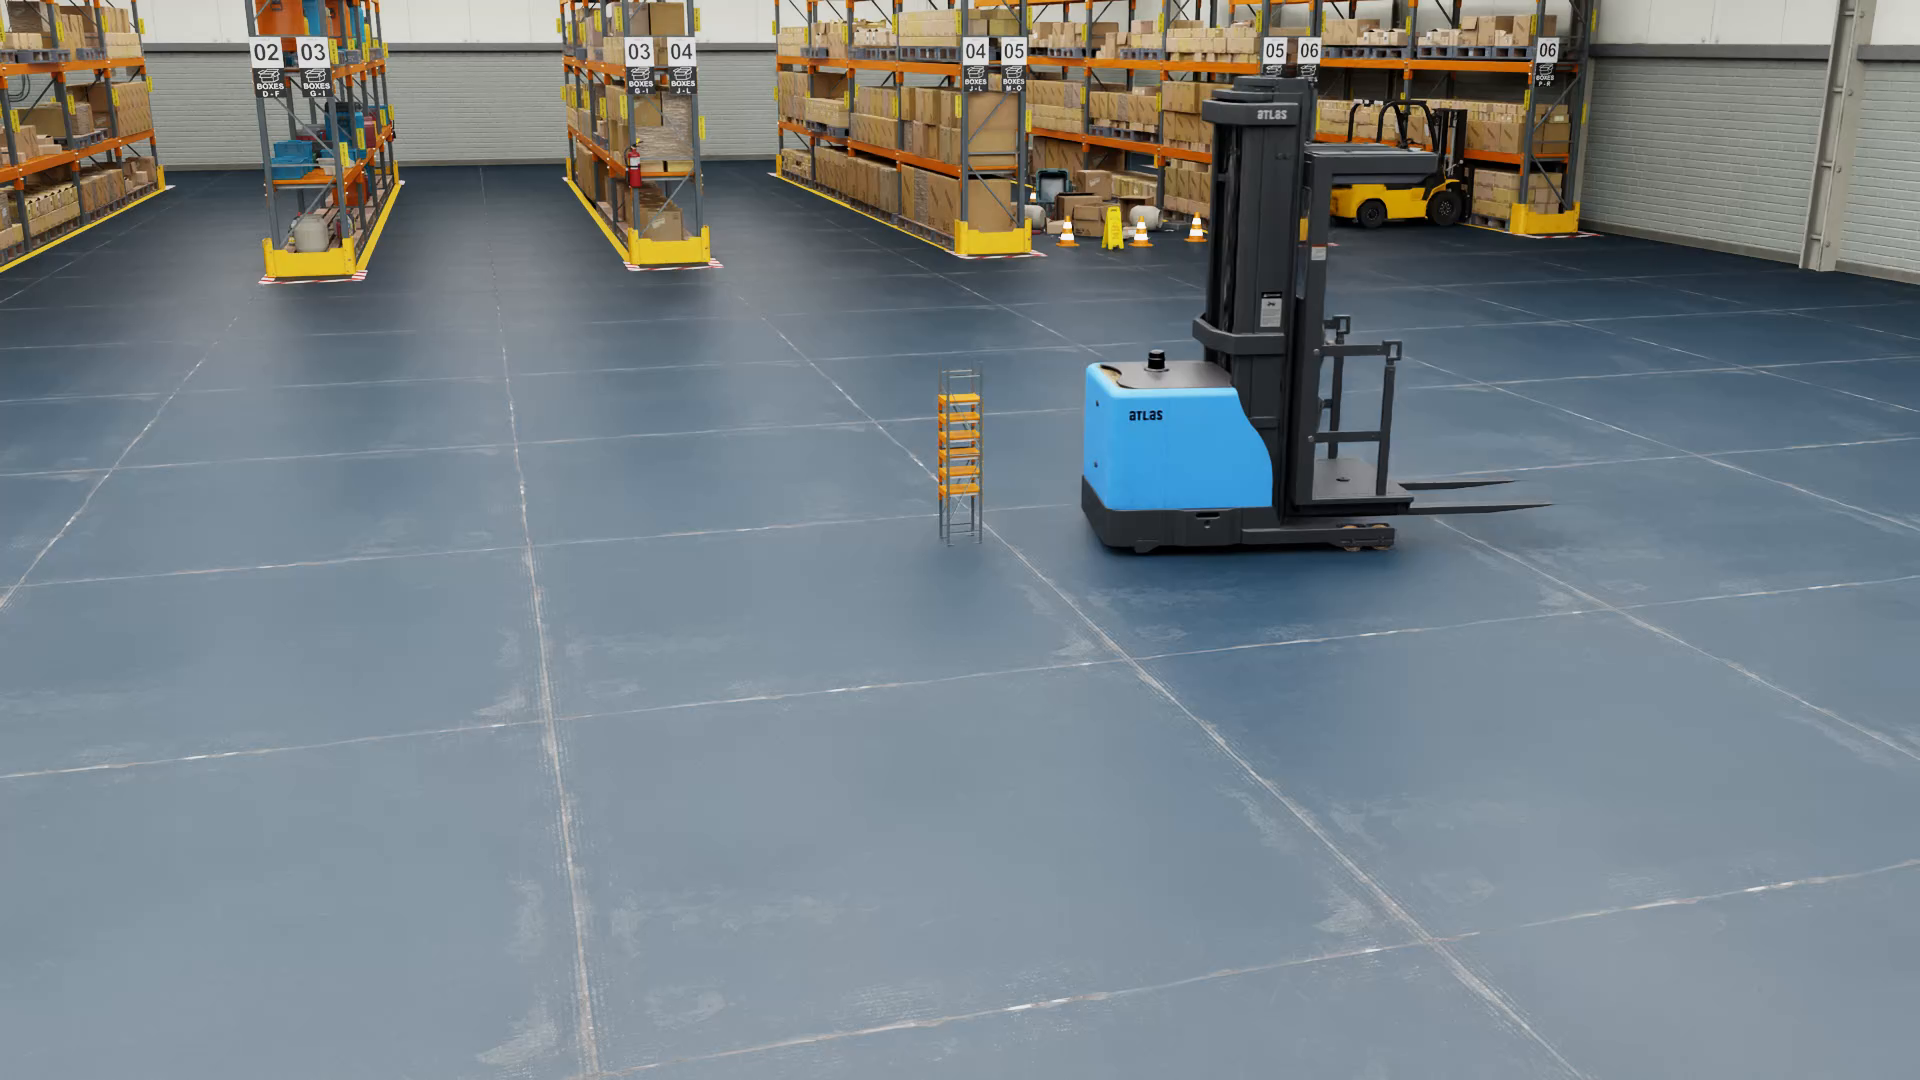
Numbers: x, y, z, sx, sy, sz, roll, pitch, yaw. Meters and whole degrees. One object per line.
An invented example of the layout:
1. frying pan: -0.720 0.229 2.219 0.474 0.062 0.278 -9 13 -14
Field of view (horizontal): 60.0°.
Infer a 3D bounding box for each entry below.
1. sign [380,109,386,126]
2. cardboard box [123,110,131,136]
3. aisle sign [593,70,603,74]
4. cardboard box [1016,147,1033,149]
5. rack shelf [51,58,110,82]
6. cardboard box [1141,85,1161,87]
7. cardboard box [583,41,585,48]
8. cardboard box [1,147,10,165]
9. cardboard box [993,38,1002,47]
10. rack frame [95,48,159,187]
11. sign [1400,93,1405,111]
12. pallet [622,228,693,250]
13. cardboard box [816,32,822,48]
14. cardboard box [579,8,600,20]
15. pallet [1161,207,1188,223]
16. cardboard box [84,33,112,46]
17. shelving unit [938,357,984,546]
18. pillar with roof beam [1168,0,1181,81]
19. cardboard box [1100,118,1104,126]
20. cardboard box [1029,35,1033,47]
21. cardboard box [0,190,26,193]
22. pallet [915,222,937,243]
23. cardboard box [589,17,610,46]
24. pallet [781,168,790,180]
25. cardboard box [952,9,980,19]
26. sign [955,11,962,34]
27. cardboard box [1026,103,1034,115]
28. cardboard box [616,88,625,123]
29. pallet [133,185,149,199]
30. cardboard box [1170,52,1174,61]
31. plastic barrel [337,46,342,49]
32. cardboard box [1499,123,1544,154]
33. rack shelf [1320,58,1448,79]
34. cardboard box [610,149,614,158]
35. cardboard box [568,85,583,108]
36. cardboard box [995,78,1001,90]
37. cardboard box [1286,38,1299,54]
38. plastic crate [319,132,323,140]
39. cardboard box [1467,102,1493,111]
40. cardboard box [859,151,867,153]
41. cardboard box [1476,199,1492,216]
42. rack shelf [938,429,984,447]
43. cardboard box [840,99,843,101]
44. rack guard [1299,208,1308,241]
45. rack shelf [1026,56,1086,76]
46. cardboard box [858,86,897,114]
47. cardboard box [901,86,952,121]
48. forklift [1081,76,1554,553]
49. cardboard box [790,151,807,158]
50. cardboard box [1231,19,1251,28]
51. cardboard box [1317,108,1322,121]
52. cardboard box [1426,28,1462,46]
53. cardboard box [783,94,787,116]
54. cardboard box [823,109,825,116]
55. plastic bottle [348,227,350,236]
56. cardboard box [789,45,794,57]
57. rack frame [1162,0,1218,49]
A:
1. sign: -11.821 -8.655 34.069 0.100 0.325 0.005 -5 17 -15
2. cardboard box: -17.136 -8.440 33.663 0.500 0.500 0.500 -4 17 -14
3. aisle sign: -8.419 -11.266 38.724 0.394 0.787 0.004 -5 17 -15
4. cardboard box: 1.378 -9.308 40.447 0.875 0.438 0.875 -4 17 -14
5. rack shelf: -16.564 -8.627 30.496 1.077 0.370 4.000 -5 17 -15
6. cardboard box: 3.760 -8.820 32.551 0.380 0.149 0.250 -6 18 -18
7. cardboard box: -7.373 -10.155 33.756 0.500 0.311 0.500 -5 18 -17
8. cardboard box: -15.093 -5.937 25.762 0.500 0.250 0.500 -4 17 -12
9. cardboard box: 0.721 -7.601 25.362 0.380 0.149 0.250 -5 17 -15
10. rack frame: -18.213 -9.195 36.349 1.000 3.000 0.127 -5 17 -15
11. sign: 8.391 -8.306 31.514 0.100 0.325 0.005 -5 17 -15
12. pallet: -4.832 -4.801 26.569 1.003 0.211 1.213 -5 17 -15
13. cardboard box: -2.751 -10.570 35.137 0.500 0.311 0.500 -5 17 -16
14. cardboard box: -7.840 -11.224 35.509 0.500 0.250 0.500 -6 18 -19
15. pallet: 4.357 -5.923 30.303 1.003 0.211 1.213 -5 17 -15
16. cardboard box: -17.009 -9.847 32.697 0.500 0.250 0.500 -5 17 -15
17. shelving unit: 0.004 -0.571 10.766 0.258 1.200 0.189 -5 17 -15
18. pillar with roof beam: 1.599 -14.504 43.595 9.100 9.000 0.400 -5 17 -15
19. cardboard box: 3.026 -8.364 33.289 0.380 0.149 0.250 -6 18 -19
20. cardboard box: 1.741 -11.062 36.852 0.396 0.266 0.258 -5 17 -16
21. cardboard box: -15.863 -5.681 27.725 0.500 0.311 0.500 -5 17 -17
22. pallet: -0.120 -5.132 27.670 1.003 0.211 1.213 -5 17 -15
23. cardboard box: -6.326 -9.059 29.638 0.500 0.500 0.500 -5 17 -17
24. pallet: -3.681 -8.757 39.739 1.003 0.211 1.213 -5 17 -15
25. cardboard box: 0.088 -7.929 25.068 0.380 0.149 0.250 -5 17 -15
26. sign: -0.019 -7.699 24.754 0.100 0.325 0.005 -5 17 -15
27. cardboard box: 1.790 -9.678 37.348 0.500 0.250 0.500 -5 17 -17
28. cardboard box: -4.957 -6.630 25.380 0.500 0.500 0.500 -5 17 -15
29. pallet: -17.641 -7.281 34.825 1.003 0.211 1.213 -5 17 -15
30. cardboard box: 3.987 -8.651 29.760 0.380 0.149 0.250 -5 17 -16
31. plastic barrel: -10.677 -8.410 28.761 0.301 0.262 0.301 0 17 0
32. cardboard box: 9.622 -6.892 28.507 0.500 0.500 0.500 -5 17 -16
33. rack shelf: 8.361 -9.480 33.335 1.077 0.370 4.000 -5 17 -15
34. cardboard box: -5.564 -6.384 27.428 0.380 0.149 0.250 -5 17 -15
35. cardboard box: -8.530 -9.972 37.375 0.500 0.500 0.500 -5 17 -17
36. cardboard box: 1.135 -10.710 39.481 0.500 0.500 0.500 -5 17 -15
37. cardboard box: 5.356 -8.002 26.908 0.500 0.250 0.500 -5 17 -16
38. plastic crate: -10.754 -6.539 27.535 0.392 0.384 0.575 -5 17 -15
39. cardboard box: 9.281 -7.736 29.672 0.380 0.149 0.250 -4 17 -14
40. cardboard box: -1.788 -7.842 34.155 0.500 0.250 0.500 -5 17 -16
41. cardboard box: 9.449 -5.856 29.283 0.500 0.250 0.500 -5 17 -15
42. rack shelf: 0.004 -0.643 10.744 0.258 0.103 0.180 -5 17 -15
43. cardboard box: -2.350 -9.359 35.568 0.380 0.149 0.250 -5 18 -17
44. rack guard: 5.217 -5.159 27.257 1.175 0.500 0.348 -5 17 -15
45. rack shelf: 2.490 -10.193 35.708 1.077 0.370 4.000 -5 17 -15
46. cardboard box: -1.578 -8.530 32.224 0.700 0.500 0.500 -5 17 -16
47. cardboard box: -0.524 -7.506 28.589 0.875 0.550 0.550 -5 17 -15
48. forklift: 2.382 -1.480 10.785 3.031 2.935 1.130 -2 17 -6
49. cardboard box: -3.788 -9.082 39.163 0.380 0.149 0.250 -6 18 -18
50. cardboard box: 6.459 -11.843 38.246 0.396 0.266 0.258 -5 17 -16
51. cardboard box: 7.674 -8.965 34.974 0.500 0.250 0.500 -5 17 -15
52. cardboard box: 8.905 -9.228 30.497 0.500 0.311 0.500 -4 17 -14
53. cardboard box: -3.861 -10.240 39.136 0.500 0.500 0.500 -5 17 -15
54. cardboard box: -2.622 -8.809 34.254 0.380 0.149 0.250 -4 17 -14
55. plastic bottle: -9.296 -4.660 25.208 0.061 0.283 0.133 -4 17 -14
56. cardboard box: -3.587 -11.131 37.840 0.500 0.250 0.500 -5 17 -16
57. rack frame: 4.139 -10.315 29.648 1.000 3.000 0.127 -5 17 -15
